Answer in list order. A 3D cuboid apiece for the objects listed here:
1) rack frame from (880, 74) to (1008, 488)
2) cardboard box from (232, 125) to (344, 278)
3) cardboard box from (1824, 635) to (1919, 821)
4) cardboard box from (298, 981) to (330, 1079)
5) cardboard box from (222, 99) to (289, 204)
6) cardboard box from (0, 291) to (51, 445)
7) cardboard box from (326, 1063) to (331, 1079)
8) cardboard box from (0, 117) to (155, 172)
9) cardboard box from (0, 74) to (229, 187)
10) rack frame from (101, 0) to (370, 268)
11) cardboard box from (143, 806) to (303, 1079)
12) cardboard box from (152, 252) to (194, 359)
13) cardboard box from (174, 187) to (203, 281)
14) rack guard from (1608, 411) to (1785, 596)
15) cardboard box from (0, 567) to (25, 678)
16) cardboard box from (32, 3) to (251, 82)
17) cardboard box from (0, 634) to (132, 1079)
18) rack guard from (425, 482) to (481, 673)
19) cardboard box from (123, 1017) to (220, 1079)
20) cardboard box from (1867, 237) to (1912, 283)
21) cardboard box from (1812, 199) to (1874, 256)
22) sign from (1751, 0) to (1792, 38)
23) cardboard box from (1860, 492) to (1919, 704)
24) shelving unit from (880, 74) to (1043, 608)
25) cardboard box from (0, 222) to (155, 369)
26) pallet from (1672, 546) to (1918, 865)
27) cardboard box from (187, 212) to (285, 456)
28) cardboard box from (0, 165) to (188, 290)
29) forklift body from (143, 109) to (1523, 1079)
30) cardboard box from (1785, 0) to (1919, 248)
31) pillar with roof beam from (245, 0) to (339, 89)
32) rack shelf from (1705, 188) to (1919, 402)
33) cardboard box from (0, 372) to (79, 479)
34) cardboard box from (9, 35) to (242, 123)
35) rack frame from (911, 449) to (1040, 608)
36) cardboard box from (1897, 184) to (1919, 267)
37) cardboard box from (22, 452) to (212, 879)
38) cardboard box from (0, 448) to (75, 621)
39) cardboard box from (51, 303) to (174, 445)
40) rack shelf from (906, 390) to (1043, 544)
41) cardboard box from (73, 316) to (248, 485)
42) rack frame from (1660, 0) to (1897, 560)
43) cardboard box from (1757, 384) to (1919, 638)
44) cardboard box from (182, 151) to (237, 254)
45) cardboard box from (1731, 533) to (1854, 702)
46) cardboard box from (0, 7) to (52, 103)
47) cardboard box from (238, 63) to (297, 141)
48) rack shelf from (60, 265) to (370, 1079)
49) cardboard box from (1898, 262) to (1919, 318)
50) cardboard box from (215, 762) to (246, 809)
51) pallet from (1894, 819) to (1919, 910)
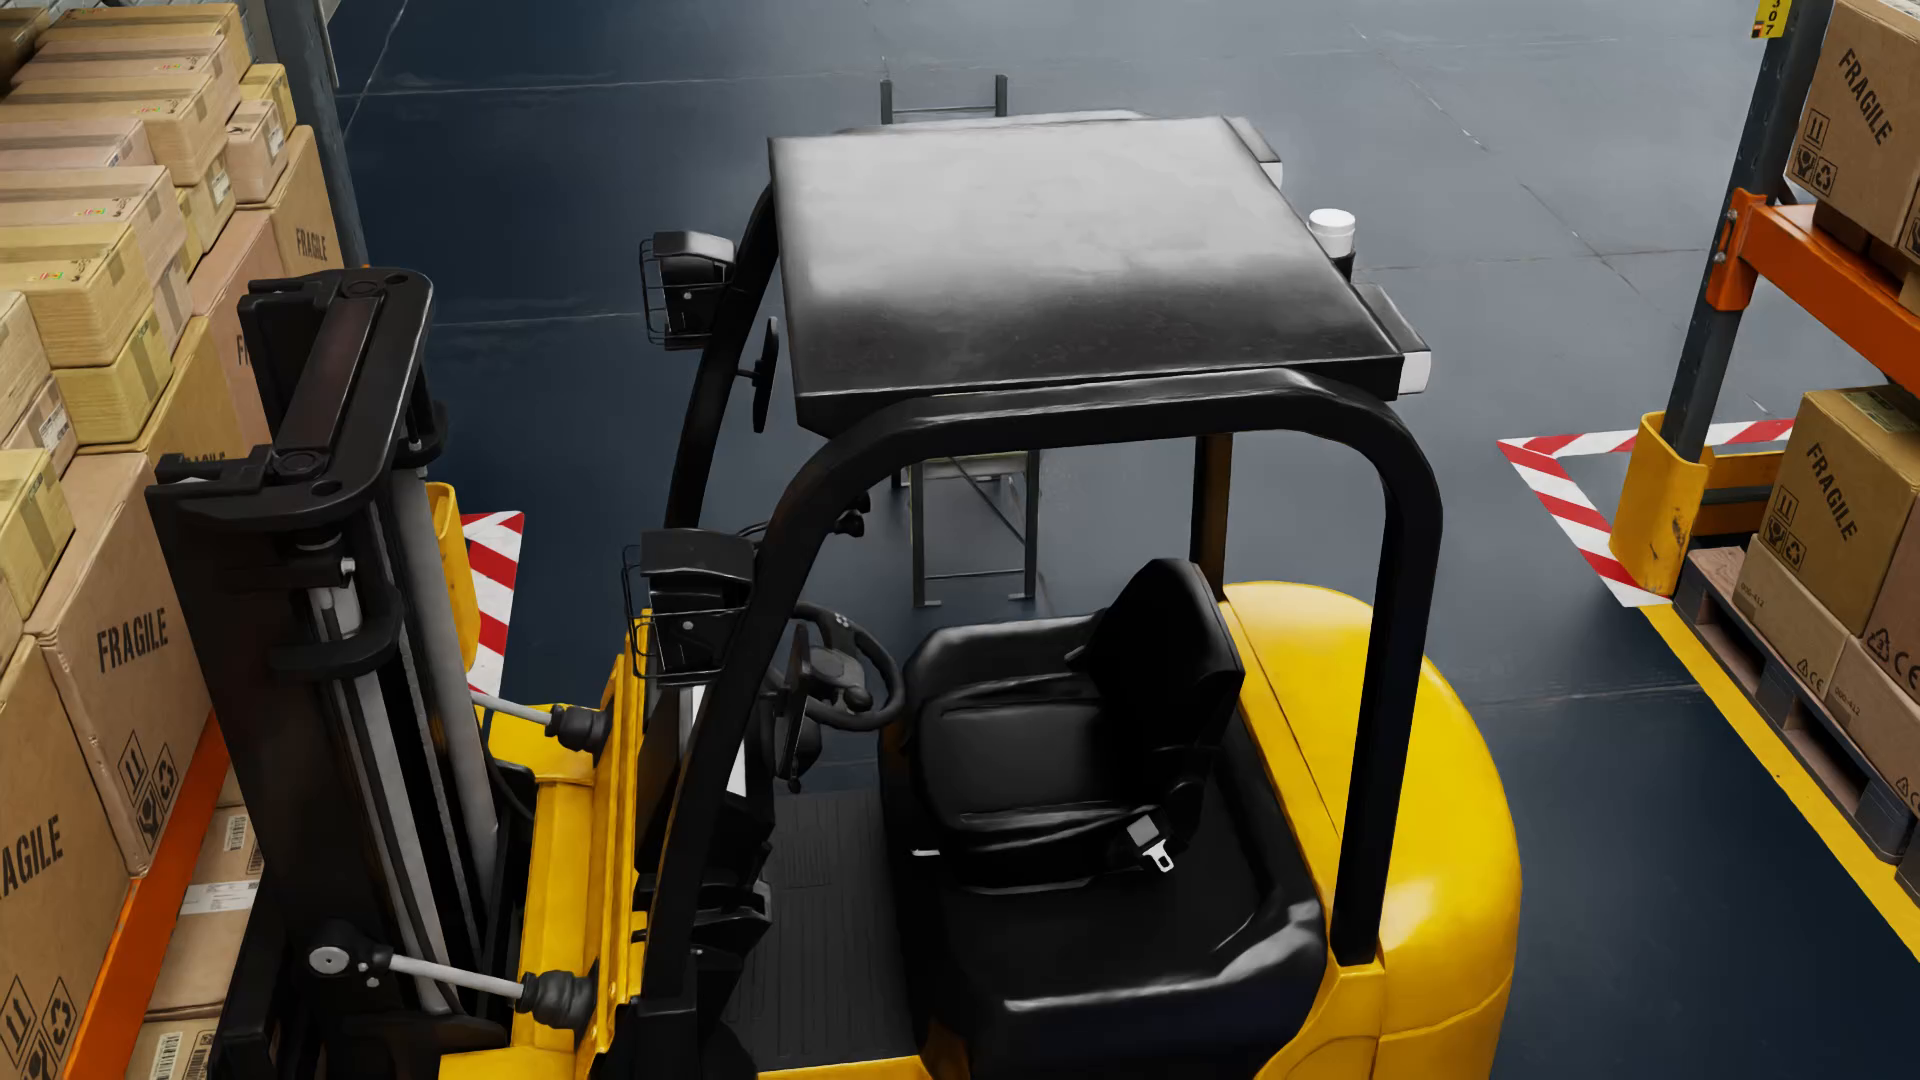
[{"bbox_3d":[-0.050,-0.828,5.633,0.400,1.500,0.023,-4,35,-6],"label":"rack frame"},{"bbox_3d":[-1.780,-0.643,3.940,0.500,0.500,0.500,-5,35,-7],"label":"cardboard box"},{"bbox_3d":[2.708,0.485,4.443,0.500,0.250,0.500,-3,34,-5],"label":"cardboard box"},{"bbox_3d":[-1.520,0.995,3.251,0.500,0.250,0.500,-4,35,-7],"label":"cardboard box"},{"bbox_3d":[-1.718,-0.853,3.673,0.380,0.149,0.250,-4,34,-6],"label":"cardboard box"},{"bbox_3d":[-1.637,-0.249,2.523,0.380,0.149,0.250,-4,34,-6],"label":"cardboard box"},{"bbox_3d":[-1.522,1.191,3.407,0.500,0.250,0.500,-3,34,-5],"label":"cardboard box"},{"bbox_3d":[-1.763,-0.681,3.156,0.380,0.149,0.250,-4,34,-6],"label":"cardboard box"},{"bbox_3d":[-1.723,-0.825,3.368,0.380,0.149,0.250,-4,34,-5],"label":"cardboard box"},{"bbox_3d":[-2.106,-0.856,4.342,1.000,3.000,0.127,-4,35,-6],"label":"rack frame"},{"bbox_3d":[-1.522,0.776,3.129,0.500,0.250,0.500,-5,35,-7],"label":"cardboard box"},{"bbox_3d":[-1.639,-0.419,3.036,0.380,0.149,0.250,-5,35,-8],"label":"cardboard box"},{"bbox_3d":[-1.722,-0.564,3.249,0.380,0.149,0.250,-5,35,-7],"label":"cardboard box"},{"bbox_3d":[2.822,-0.159,5.539,1.175,0.500,0.348,-4,35,-6],"label":"rack guard"},{"bbox_3d":[-1.494,0.153,2.198,0.380,0.149,0.250,-5,35,-8],"label":"cardboard box"},{"bbox_3d":[-1.849,-1.104,3.778,0.380,0.149,0.250,-4,35,-6],"label":"cardboard box"},{"bbox_3d":[-1.525,0.496,2.270,0.500,0.500,0.500,-5,35,-7],"label":"cardboard box"},{"bbox_3d":[-2.109,0.164,5.066,1.175,0.500,0.348,-4,35,-6],"label":"rack guard"},{"bbox_3d":[-1.459,1.069,2.698,0.500,0.250,0.500,-3,34,-5],"label":"cardboard box"},{"bbox_3d":[2.701,-0.785,4.461,0.380,0.149,0.250,-4,34,-6],"label":"cardboard box"},{"bbox_3d":[2.653,-0.925,4.667,0.380,0.149,0.250,-4,35,-6],"label":"cardboard box"},{"bbox_3d":[2.274,-1.551,4.593,0.100,0.325,0.005,-4,35,-6],"label":"sign"},{"bbox_3d":[2.725,0.195,4.204,0.500,0.500,0.500,-6,35,-8],"label":"cardboard box"},{"bbox_3d":[-0.001,-0.623,5.333,0.431,1.500,0.755,-4,35,-6],"label":"shelving unit"},{"bbox_3d":[-1.578,-0.400,2.744,0.380,0.149,0.250,-4,34,-5],"label":"cardboard box"},{"bbox_3d":[2.896,0.417,4.951,1.003,0.211,1.213,-4,35,-6],"label":"pallet"},{"bbox_3d":[-1.719,-0.352,3.515,0.500,0.500,0.500,-3,34,-5],"label":"cardboard box"},{"bbox_3d":[-1.618,-0.544,2.955,0.380,0.149,0.250,-4,34,-5],"label":"cardboard box"},{"bbox_3d":[-0.043,0.415,3.231,2.313,2.155,1.214,-4,35,-6],"label":"forklift body"},{"bbox_3d":[2.601,-1.113,4.366,0.500,0.500,0.500,-5,35,-7],"label":"cardboard box"},{"bbox_3d":[0.553,-6.552,7.374,9.100,9.000,0.400,-4,35,-6],"label":"pillar with roof beam"},{"bbox_3d":[3.081,0.179,3.462,1.077,0.370,4.000,-4,35,-6],"label":"rack shelf"},{"bbox_3d":[-1.641,-0.133,2.617,0.380,0.149,0.250,-5,35,-7],"label":"cardboard box"},{"bbox_3d":[-1.785,-0.969,3.579,0.380,0.149,0.250,-4,35,-6],"label":"cardboard box"},{"bbox_3d":[0.048,-0.419,5.033,0.400,1.500,0.023,-4,35,-6],"label":"rack frame"},{"bbox_3d":[2.674,-0.824,3.943,0.500,0.500,0.500,-3,34,-5],"label":"cardboard box"},{"bbox_3d":[-1.571,0.213,2.685,0.500,0.500,0.500,-4,34,-6],"label":"cardboard box"},{"bbox_3d":[-1.539,0.005,2.415,0.380,0.149,0.250,-5,35,-7],"label":"cardboard box"},{"bbox_3d":[-1.585,-0.279,2.831,0.380,0.149,0.250,-4,34,-6],"label":"cardboard box"},{"bbox_3d":[-0.001,-0.354,5.517,0.431,0.370,0.720,-4,35,-6],"label":"rack shelf"},{"bbox_3d":[-1.650,-0.066,3.095,0.500,0.500,0.500,-5,35,-7],"label":"cardboard box"},{"bbox_3d":[2.812,-1.234,4.897,1.000,3.000,0.127,-4,35,-6],"label":"rack frame"},{"bbox_3d":[2.650,-0.097,4.631,0.500,0.500,0.500,-5,35,-8],"label":"cardboard box"},{"bbox_3d":[-1.744,-0.703,3.454,0.380,0.149,0.250,-4,34,-5],"label":"cardboard box"},{"bbox_3d":[2.646,0.200,4.862,0.500,0.250,0.500,-5,35,-7],"label":"cardboard box"},{"bbox_3d":[-2.273,-1.085,3.749,0.380,0.149,0.250,-5,35,-7],"label":"cardboard box"},{"bbox_3d":[-1.782,-0.993,3.879,0.380,0.149,0.250,-4,34,-6],"label":"cardboard box"},{"bbox_3d":[-1.837,0.557,2.907,1.077,0.370,4.000,-4,35,-6],"label":"rack shelf"},{"bbox_3d":[2.656,-0.631,4.235,0.380,0.149,0.250,-5,35,-8],"label":"cardboard box"},{"bbox_3d":[-1.583,0.492,3.545,0.500,0.250,0.500,-4,34,-6],"label":"cardboard box"},{"bbox_3d":[3.057,1.096,3.954,1.003,0.211,1.213,-4,35,-6],"label":"pallet"}]
